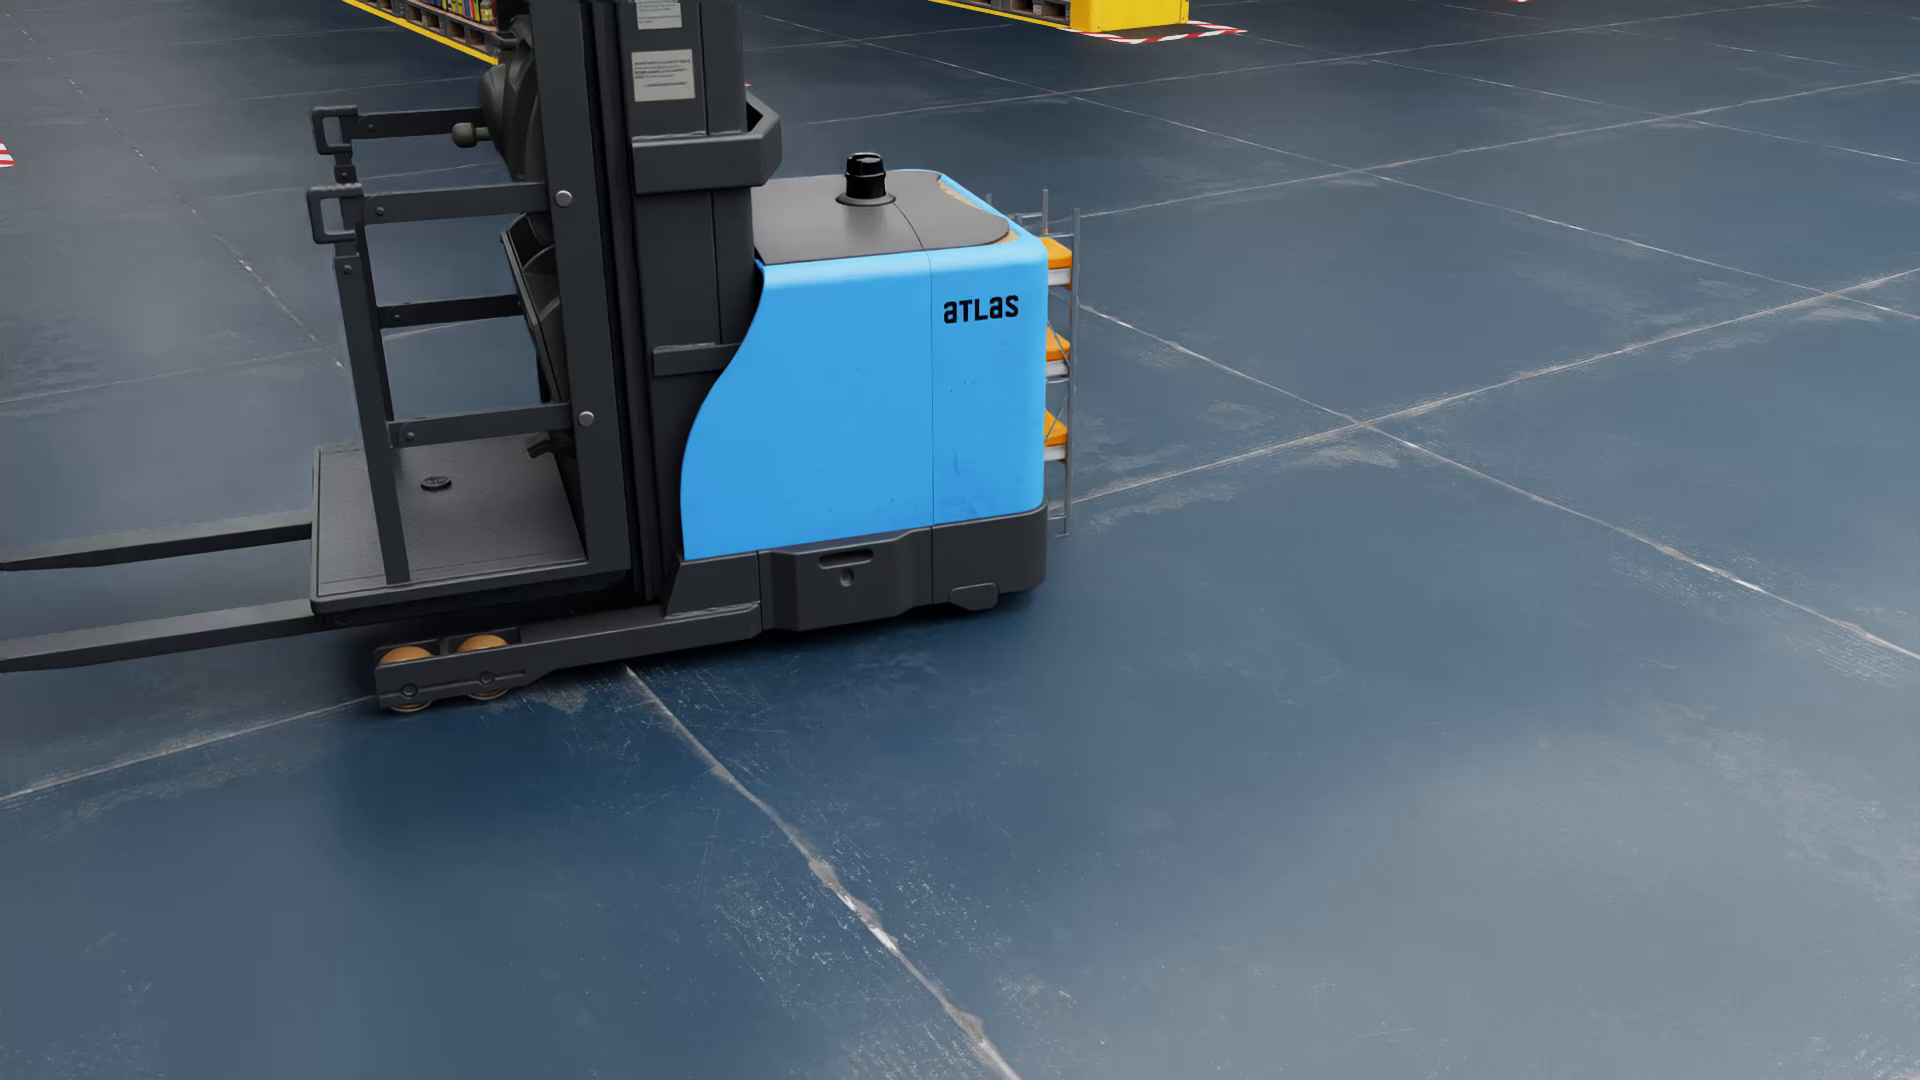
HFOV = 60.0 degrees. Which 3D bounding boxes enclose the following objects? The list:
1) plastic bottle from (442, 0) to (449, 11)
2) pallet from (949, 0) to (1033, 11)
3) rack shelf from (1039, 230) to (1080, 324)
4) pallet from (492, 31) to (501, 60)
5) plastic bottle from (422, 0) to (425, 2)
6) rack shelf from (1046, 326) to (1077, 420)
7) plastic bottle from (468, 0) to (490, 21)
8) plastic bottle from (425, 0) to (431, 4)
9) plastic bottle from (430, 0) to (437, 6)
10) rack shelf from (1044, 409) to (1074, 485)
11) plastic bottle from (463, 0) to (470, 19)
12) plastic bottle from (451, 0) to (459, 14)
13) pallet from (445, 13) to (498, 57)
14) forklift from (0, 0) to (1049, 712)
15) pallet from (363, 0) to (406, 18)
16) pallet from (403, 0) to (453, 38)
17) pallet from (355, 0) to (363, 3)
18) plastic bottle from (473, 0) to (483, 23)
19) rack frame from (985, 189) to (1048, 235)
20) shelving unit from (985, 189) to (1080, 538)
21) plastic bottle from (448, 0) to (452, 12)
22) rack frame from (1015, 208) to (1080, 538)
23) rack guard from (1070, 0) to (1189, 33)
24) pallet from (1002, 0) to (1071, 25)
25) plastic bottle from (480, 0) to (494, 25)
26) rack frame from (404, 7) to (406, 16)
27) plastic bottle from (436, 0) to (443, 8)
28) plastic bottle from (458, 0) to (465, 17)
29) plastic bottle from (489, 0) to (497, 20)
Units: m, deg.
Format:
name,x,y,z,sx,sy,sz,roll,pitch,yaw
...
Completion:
name,x,y,z,sx,sy,sz,roll,pitch,yaw
plastic bottle,-4.487,-4.774,14.516,0.061,0.283,0.133,-14,29,-27
pallet,0.478,-5.550,16.759,1.003,0.211,1.213,-16,29,-30
rack shelf,0.212,-0.771,5.013,0.215,0.259,0.240,-9,27,-18
pallet,-3.074,-3.942,13.352,1.003,0.211,1.213,-16,29,-30
plastic bottle,-4.820,-4.970,15.027,0.097,0.201,0.097,0,25,0
rack shelf,0.212,-0.514,5.134,0.215,0.259,0.240,-9,27,-18
plastic bottle,-4.039,-4.513,13.972,0.152,0.276,0.135,-15,29,-29
plastic bottle,-4.732,-4.967,14.934,0.152,0.276,0.135,-14,29,-28
plastic bottle,-4.645,-4.941,14.790,0.144,0.351,0.185,-15,29,-28
rack shelf,0.212,-0.263,5.253,0.215,0.259,0.240,-9,27,-18
plastic bottle,-4.114,-4.563,14.077,0.152,0.276,0.135,-16,30,-31
plastic bottle,-4.310,-4.721,14.325,0.144,0.351,0.185,-16,30,-30
pallet,-3.736,-4.378,14.276,1.003,0.211,1.213,-16,29,-30
forklift,-1.323,-1.133,4.217,3.031,2.935,1.130,-8,27,-17
pallet,-5.199,-5.336,16.306,1.003,0.211,1.213,-16,29,-30
pallet,-4.406,-4.814,15.201,1.003,0.211,1.213,-16,29,-30
pallet,-5.869,-5.773,17.232,1.003,0.211,1.213,-16,29,-30
plastic bottle,-4.003,-4.457,13.845,0.061,0.283,0.133,-15,29,-28
rack frame,0.171,-0.573,5.233,0.200,1.050,0.008,-9,27,-18
shelving unit,0.212,-0.524,5.130,0.215,1.050,0.252,-9,27,-18
plastic bottle,-4.407,-4.699,14.453,0.097,0.201,0.097,0,25,0
rack frame,0.253,-0.475,5.026,0.200,1.050,0.008,-9,27,-18
rack guard,1.554,-4.946,15.141,1.175,0.500,0.348,-16,29,-30
pallet,1.140,-5.114,15.836,1.003,0.211,1.213,-16,29,-30
plastic bottle,-3.924,-4.383,13.783,0.097,0.201,0.097,0,25,0
rack frame,-4.738,-6.325,15.135,1.000,3.000,0.127,-16,29,-30
plastic bottle,-4.542,-4.873,14.647,0.144,0.351,0.185,-17,30,-32
plastic bottle,-4.208,-4.655,14.184,0.144,0.351,0.185,-14,29,-27
plastic bottle,-3.950,-4.542,14.023,0.061,0.283,0.133,-16,29,-30
